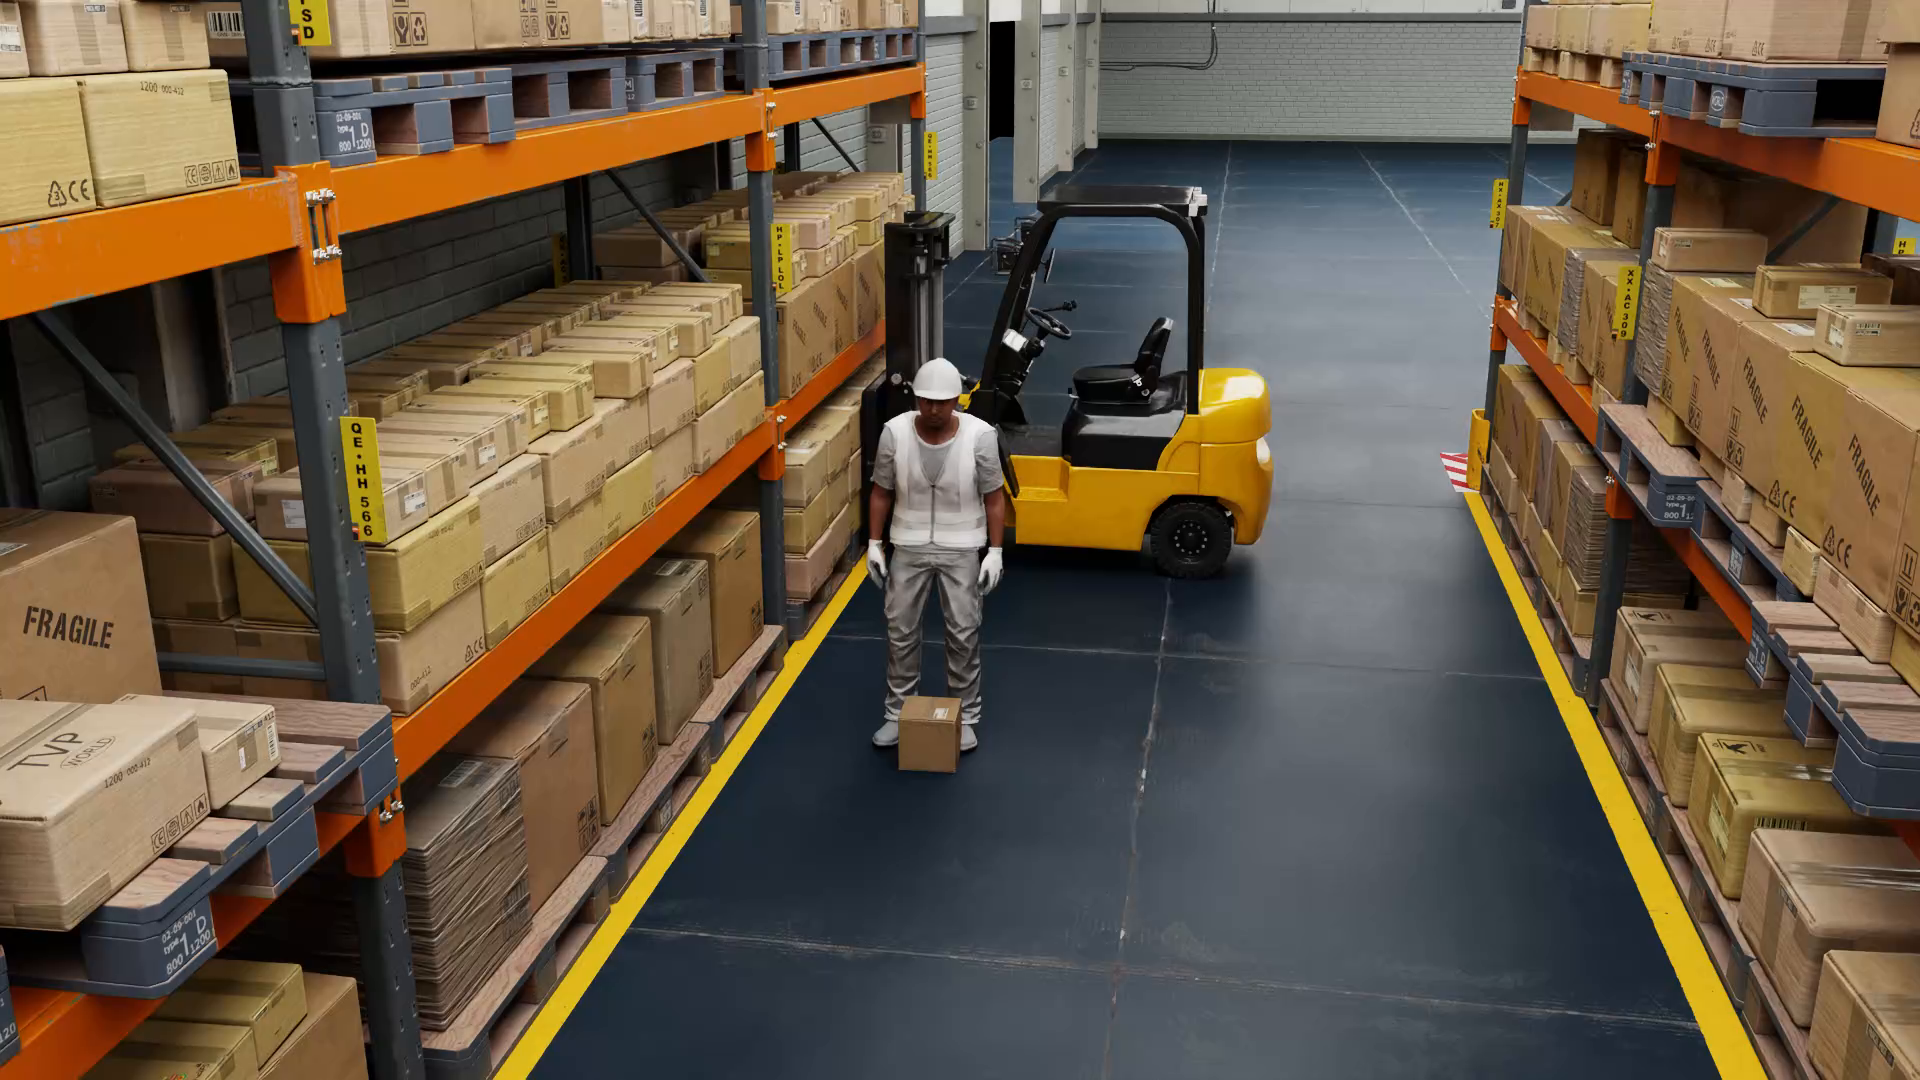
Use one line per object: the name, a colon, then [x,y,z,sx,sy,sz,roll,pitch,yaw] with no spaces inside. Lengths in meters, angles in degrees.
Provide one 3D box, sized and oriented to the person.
person: [-0.112,0.061,7.343,0.613,1.773,0.448,2,18,8]
